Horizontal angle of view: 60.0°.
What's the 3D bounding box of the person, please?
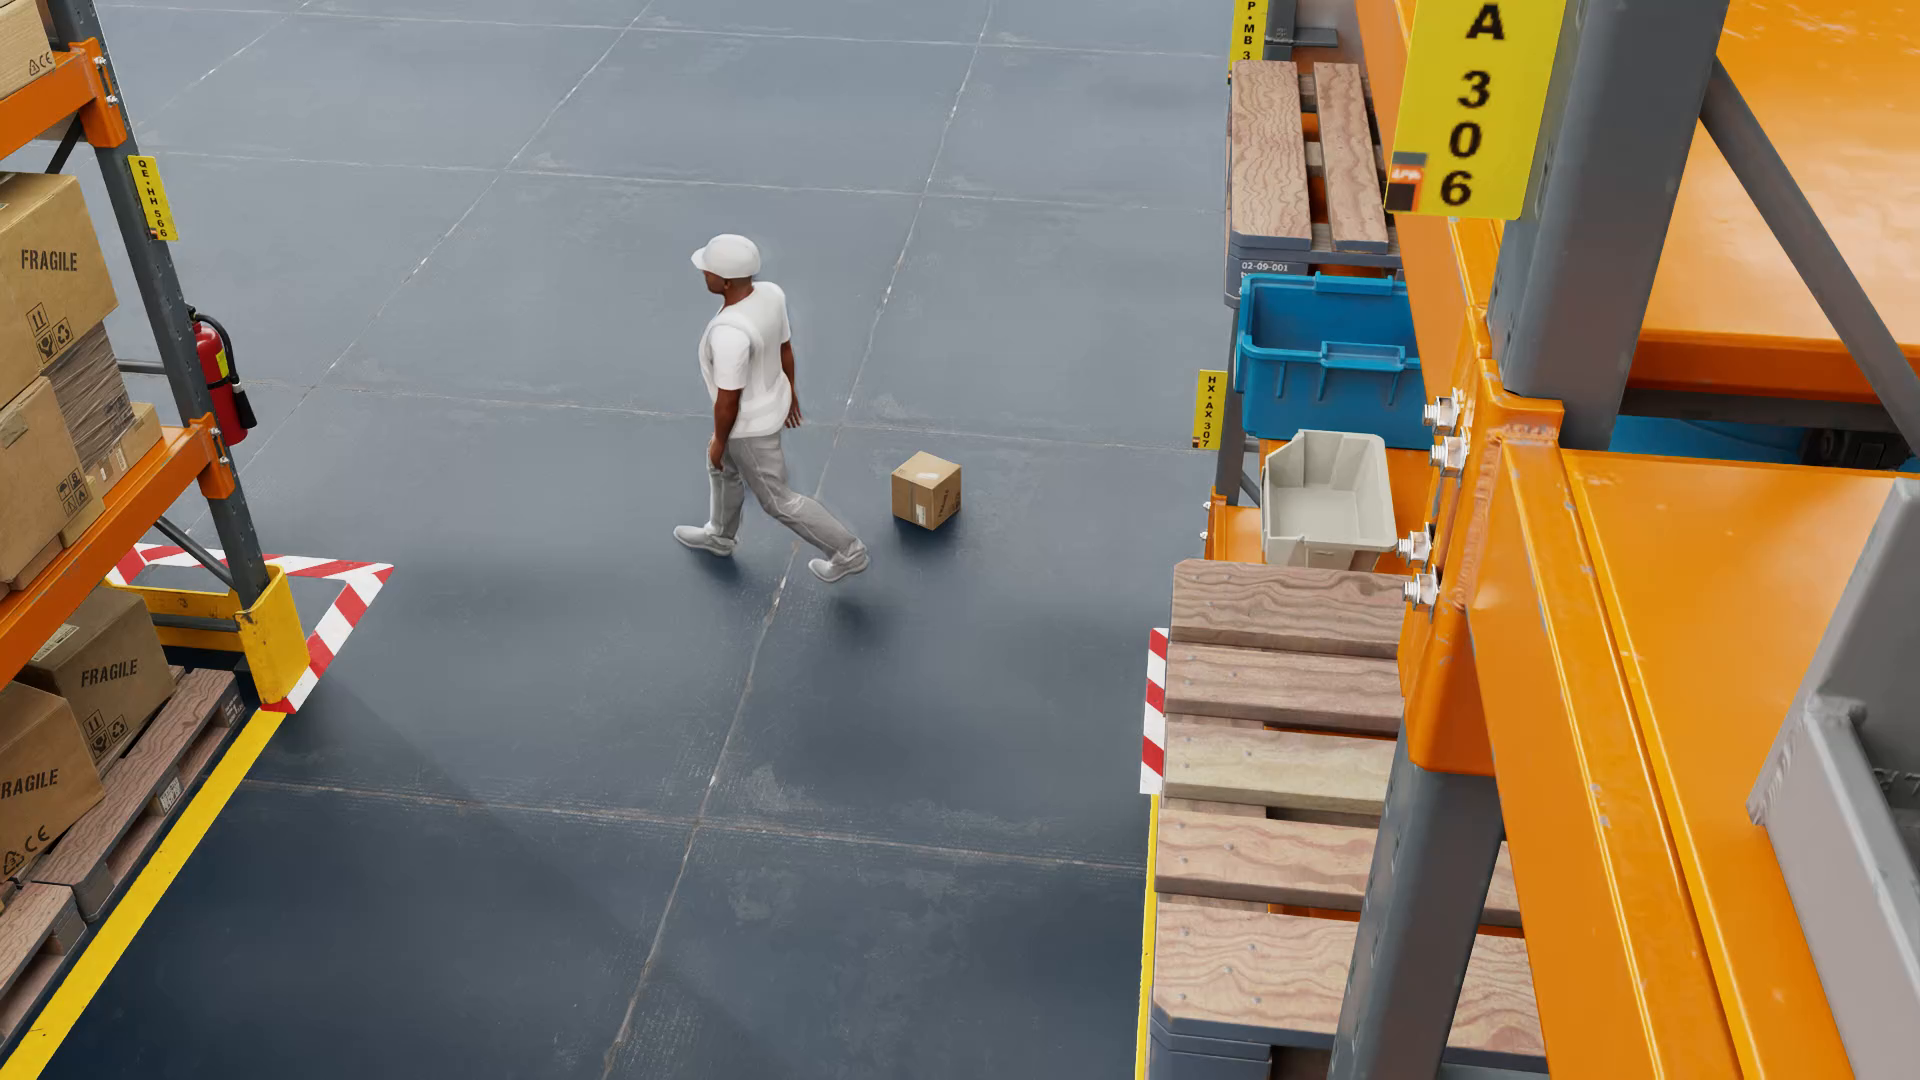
[{"bbox_3d":[-0.905,-0.558,7.400,1.021,1.731,0.571,5,36,7],"label":"person"}]
